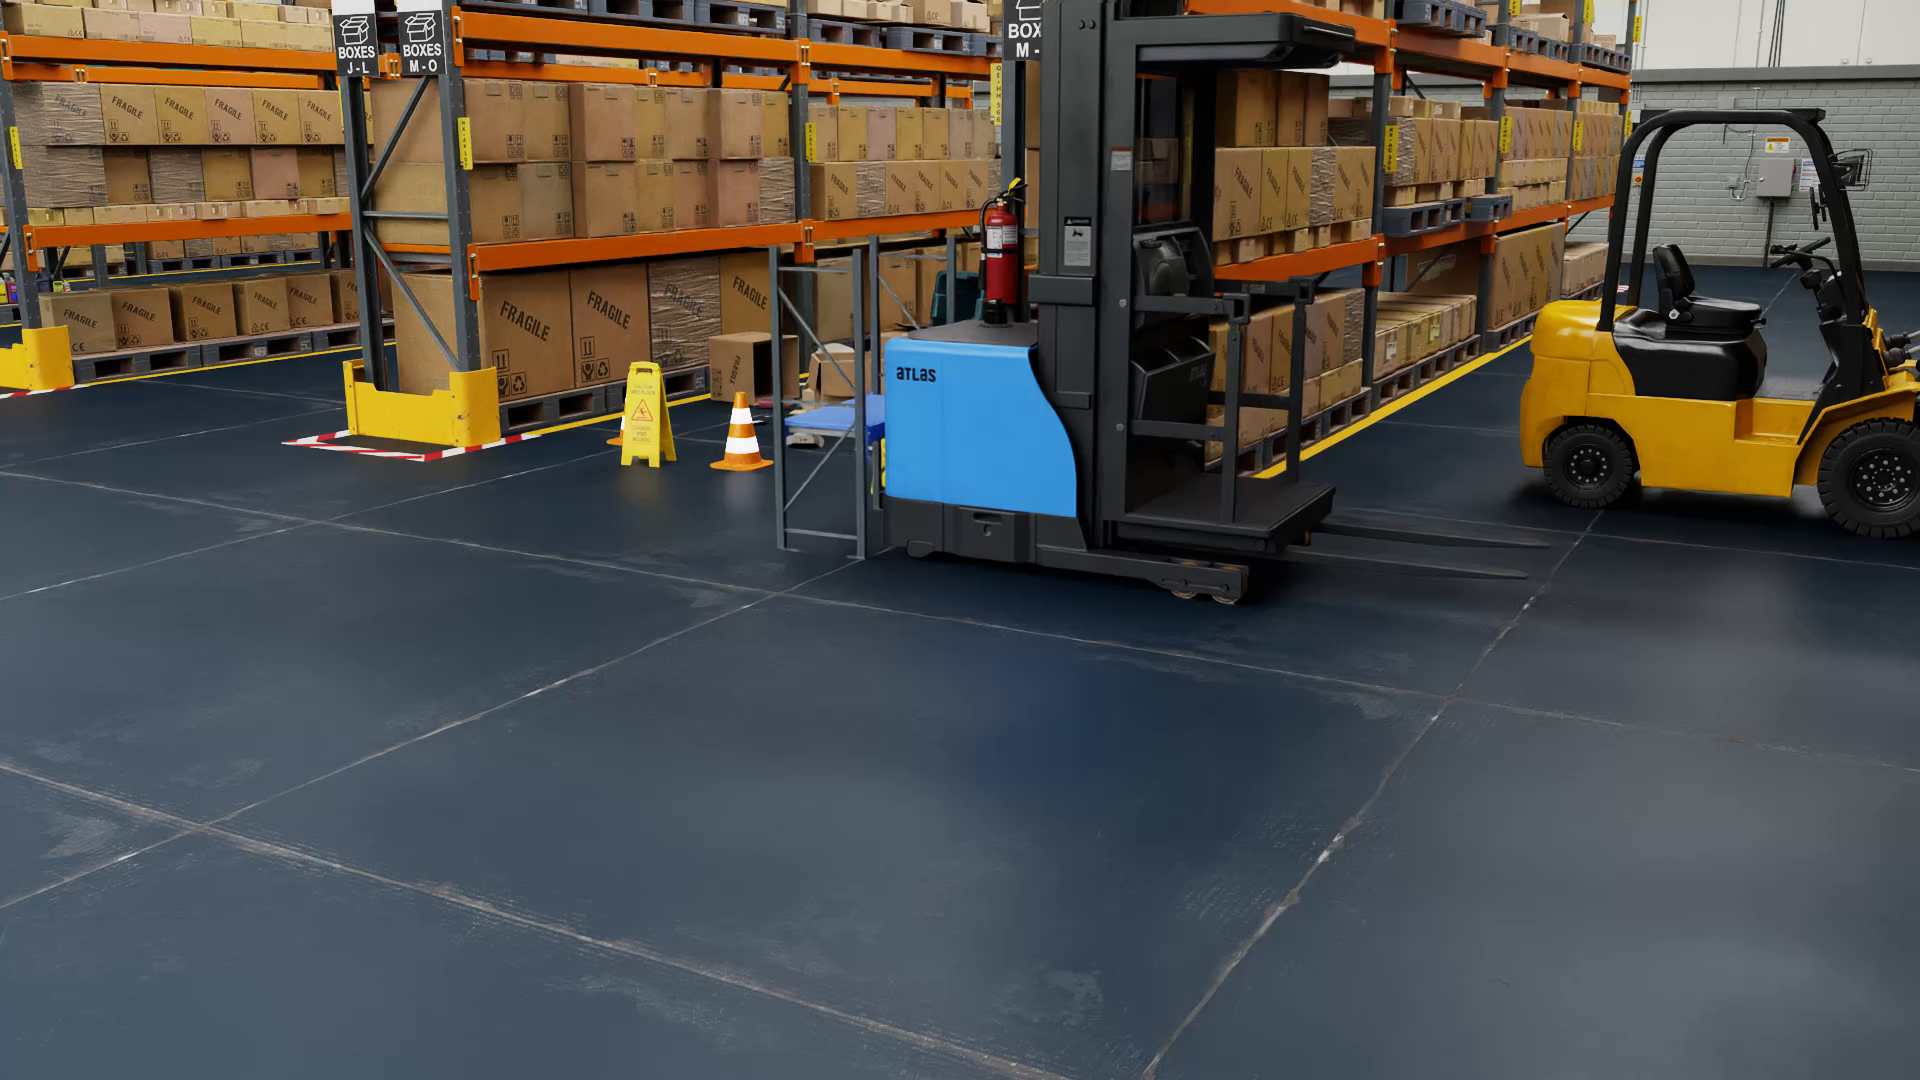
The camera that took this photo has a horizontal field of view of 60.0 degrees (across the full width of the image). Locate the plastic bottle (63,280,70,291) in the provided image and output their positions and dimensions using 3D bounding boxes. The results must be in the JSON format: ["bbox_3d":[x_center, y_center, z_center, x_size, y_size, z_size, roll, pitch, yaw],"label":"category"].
[{"bbox_3d":[-10.292,-2.886,19.137,0.097,0.201,0.097,0,14,0],"label":"plastic bottle"}]

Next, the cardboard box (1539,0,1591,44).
[{"bbox_3d":[6.957,-5.956,19.117,0.500,0.500,0.500,8,16,29],"label":"cardboard box"}]

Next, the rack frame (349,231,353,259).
[{"bbox_3d":[-10.856,-6.346,28.455,1.000,3.000,0.127,7,15,28],"label":"rack frame"}]

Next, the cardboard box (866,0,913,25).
[{"bbox_3d":[-0.670,-5.004,15.667,0.396,0.266,0.258,7,15,28],"label":"cardboard box"}]

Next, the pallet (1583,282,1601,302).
[{"bbox_3d":[7.514,-3.143,21.118,1.003,0.211,1.213,7,15,28],"label":"pallet"}]

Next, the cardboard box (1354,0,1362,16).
[{"bbox_3d":[2.537,-3.653,11.424,0.380,0.149,0.250,8,15,29],"label":"cardboard box"}]

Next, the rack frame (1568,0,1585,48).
[{"bbox_3d":[6.489,-7.016,18.436,1.000,3.000,0.127,7,15,28],"label":"rack frame"}]

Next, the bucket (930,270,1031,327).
[{"bbox_3d":[0.192,-1.857,13.578,0.620,0.611,0.726,1,9,-42],"label":"bucket"}]

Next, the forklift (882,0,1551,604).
[{"bbox_3d":[1.169,-1.283,7.604,3.031,2.935,1.130,7,15,26],"label":"forklift"}]

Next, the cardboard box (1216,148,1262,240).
[{"bbox_3d":[1.407,-2.003,9.595,0.500,0.500,0.500,8,16,30],"label":"cardboard box"}]

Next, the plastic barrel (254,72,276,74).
[{"bbox_3d":[-8.866,-6.067,21.193,0.301,0.262,0.301,0,14,0],"label":"plastic barrel"}]

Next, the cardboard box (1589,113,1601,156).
[{"bbox_3d":[7.438,-4.911,20.159,0.500,0.500,0.500,8,16,29],"label":"cardboard box"}]

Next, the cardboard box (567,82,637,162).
[{"bbox_3d":[-2.906,-3.070,12.245,0.875,0.550,0.550,7,15,28],"label":"cardboard box"}]

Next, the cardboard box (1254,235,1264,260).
[{"bbox_3d":[1.601,-1.764,9.988,0.380,0.149,0.250,8,16,30],"label":"cardboard box"}]

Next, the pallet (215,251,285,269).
[{"bbox_3d":[-11.805,-4.568,27.030,1.003,0.211,1.213,7,15,28],"label":"pallet"}]

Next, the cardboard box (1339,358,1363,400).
[{"bbox_3d":[2.571,-1.174,11.975,0.500,0.250,0.500,8,16,31],"label":"cardboard box"}]

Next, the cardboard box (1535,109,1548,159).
[{"bbox_3d":[5.750,-4.198,17.198,0.500,0.500,0.500,8,16,29],"label":"cardboard box"}]

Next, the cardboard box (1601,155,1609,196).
[{"bbox_3d":[7.925,-4.632,21.134,0.500,0.500,0.500,8,16,30],"label":"cardboard box"}]

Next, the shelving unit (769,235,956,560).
[{"bbox_3d":[-0.468,-0.767,8.514,0.538,1.500,1.048,6,15,24],"label":"shelving unit"}]

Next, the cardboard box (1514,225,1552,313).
[{"bbox_3d":[5.829,-2.949,18.001,0.875,0.875,0.875,8,16,30],"label":"cardboard box"}]

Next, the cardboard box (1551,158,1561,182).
[{"bbox_3d":[6.254,-4.049,18.180,0.500,0.250,0.500,8,16,29],"label":"cardboard box"}]

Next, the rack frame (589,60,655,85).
[{"bbox_3d":[-4.120,-4.402,20.392,1.000,3.000,0.127,7,15,28],"label":"rack frame"}]

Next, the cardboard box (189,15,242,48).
[{"bbox_3d":[-6.794,-4.531,14.846,0.500,0.250,0.500,8,16,30],"label":"cardboard box"}]

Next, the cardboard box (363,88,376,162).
[{"bbox_3d":[-5.547,-4.224,17.479,1.000,1.000,1.000,7,15,28],"label":"cardboard box"}]

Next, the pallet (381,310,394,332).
[{"bbox_3d":[-5.678,-2.386,17.978,1.003,0.211,1.213,7,15,28],"label":"pallet"}]

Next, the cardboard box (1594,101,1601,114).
[{"bbox_3d":[7.621,-5.296,20.368,0.380,0.149,0.250,7,15,28],"label":"cardboard box"}]

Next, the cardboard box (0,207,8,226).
[{"bbox_3d":[-8.030,-2.720,13.953,0.380,0.149,0.250,7,15,28],"label":"cardboard box"}]

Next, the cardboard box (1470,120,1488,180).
[{"bbox_3d":[4.339,-3.444,14.677,0.500,0.500,0.500,7,15,27],"label":"cardboard box"}]

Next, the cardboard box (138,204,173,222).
[{"bbox_3d":[-7.139,-2.873,14.586,0.380,0.149,0.250,7,15,28],"label":"cardboard box"}]

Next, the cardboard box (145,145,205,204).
[{"bbox_3d":[-7.281,-3.277,14.880,0.875,0.500,0.500,7,15,28],"label":"cardboard box"}]

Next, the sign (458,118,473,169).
[{"bbox_3d":[-3.211,-2.573,10.791,0.100,0.325,0.005,7,15,28],"label":"sign"}]

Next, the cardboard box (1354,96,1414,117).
[{"bbox_3d":[3.159,-3.228,12.393,0.380,0.149,0.250,7,15,28],"label":"cardboard box"}]

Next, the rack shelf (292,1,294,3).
[{"bbox_3d":[-9.889,-9.321,29.539,1.077,0.370,4.000,7,15,28],"label":"rack shelf"}]

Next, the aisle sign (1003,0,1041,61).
[{"bbox_3d":[0.404,-2.922,8.706,0.394,0.787,0.004,7,15,28],"label":"aisle sign"}]

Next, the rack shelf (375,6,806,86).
[{"bbox_3d":[-2.727,-3.697,12.602,1.077,0.370,4.000,7,15,28],"label":"rack shelf"}]

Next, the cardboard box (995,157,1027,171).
[{"bbox_3d":[0.583,-4.122,18.238,0.380,0.149,0.250,8,16,31],"label":"cardboard box"}]

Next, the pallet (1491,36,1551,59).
[{"bbox_3d":[5.358,-5.013,16.932,1.003,0.211,1.213,8,16,31],"label":"pallet"}]

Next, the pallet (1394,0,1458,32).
[{"bbox_3d":[3.013,-3.940,12.477,1.213,0.211,1.003,7,15,28],"label":"pallet"}]

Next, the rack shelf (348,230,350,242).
[{"bbox_3d":[-5.087,-3.642,18.775,1.077,0.370,4.000,7,15,28],"label":"rack shelf"}]

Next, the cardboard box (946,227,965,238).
[{"bbox_3d":[-0.492,-5.074,26.818,0.875,0.875,0.875,7,15,28],"label":"cardboard box"}]

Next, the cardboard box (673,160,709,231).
[{"bbox_3d":[-2.539,-2.782,13.351,0.875,0.550,0.550,7,15,28],"label":"cardboard box"}]

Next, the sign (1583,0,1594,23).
[{"bbox_3d":[6.969,-5.903,18.443,0.100,0.325,0.005,7,15,28],"label":"sign"}]

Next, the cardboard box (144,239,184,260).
[{"bbox_3d":[-12.320,-4.585,25.545,0.500,0.500,0.500,8,16,30],"label":"cardboard box"}]

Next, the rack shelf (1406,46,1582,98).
[{"bbox_3d":[5.522,-4.798,17.170,1.077,0.370,4.000,7,15,28],"label":"rack shelf"}]

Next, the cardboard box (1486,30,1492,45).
[{"bbox_3d":[4.587,-4.527,15.046,0.380,0.149,0.250,7,15,28],"label":"cardboard box"}]

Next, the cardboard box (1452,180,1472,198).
[{"bbox_3d":[4.204,-3.038,14.377,0.380,0.149,0.250,8,16,29],"label":"cardboard box"}]

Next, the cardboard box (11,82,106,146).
[{"bbox_3d":[-7.483,-3.522,13.760,0.500,0.500,0.500,7,15,28],"label":"cardboard box"}]

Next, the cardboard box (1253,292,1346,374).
[{"bbox_3d":[2.326,-1.434,11.453,0.500,0.500,0.500,8,16,29],"label":"cardboard box"}]

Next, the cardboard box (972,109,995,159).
[{"bbox_3d":[-0.053,-4.263,17.469,0.700,0.500,0.500,7,15,28],"label":"cardboard box"}]

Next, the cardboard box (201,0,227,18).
[{"bbox_3d":[-6.798,-4.745,14.883,0.380,0.149,0.250,7,15,26],"label":"cardboard box"}]

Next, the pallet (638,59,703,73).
[{"bbox_3d":[-3.855,-5.906,20.636,1.213,0.211,1.003,8,16,31],"label":"pallet"}]

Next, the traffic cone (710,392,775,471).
[{"bbox_3d":[-1.370,-0.695,10.429,0.336,0.463,0.334,7,15,28],"label":"traffic cone"}]

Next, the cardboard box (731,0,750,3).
[{"bbox_3d":[-1.902,-4.372,13.293,0.380,0.149,0.250,8,16,29],"label":"cardboard box"}]

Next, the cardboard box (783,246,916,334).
[{"bbox_3d":[-1.069,-2.444,16.175,1.050,0.750,0.750,7,15,28],"label":"cardboard box"}]
